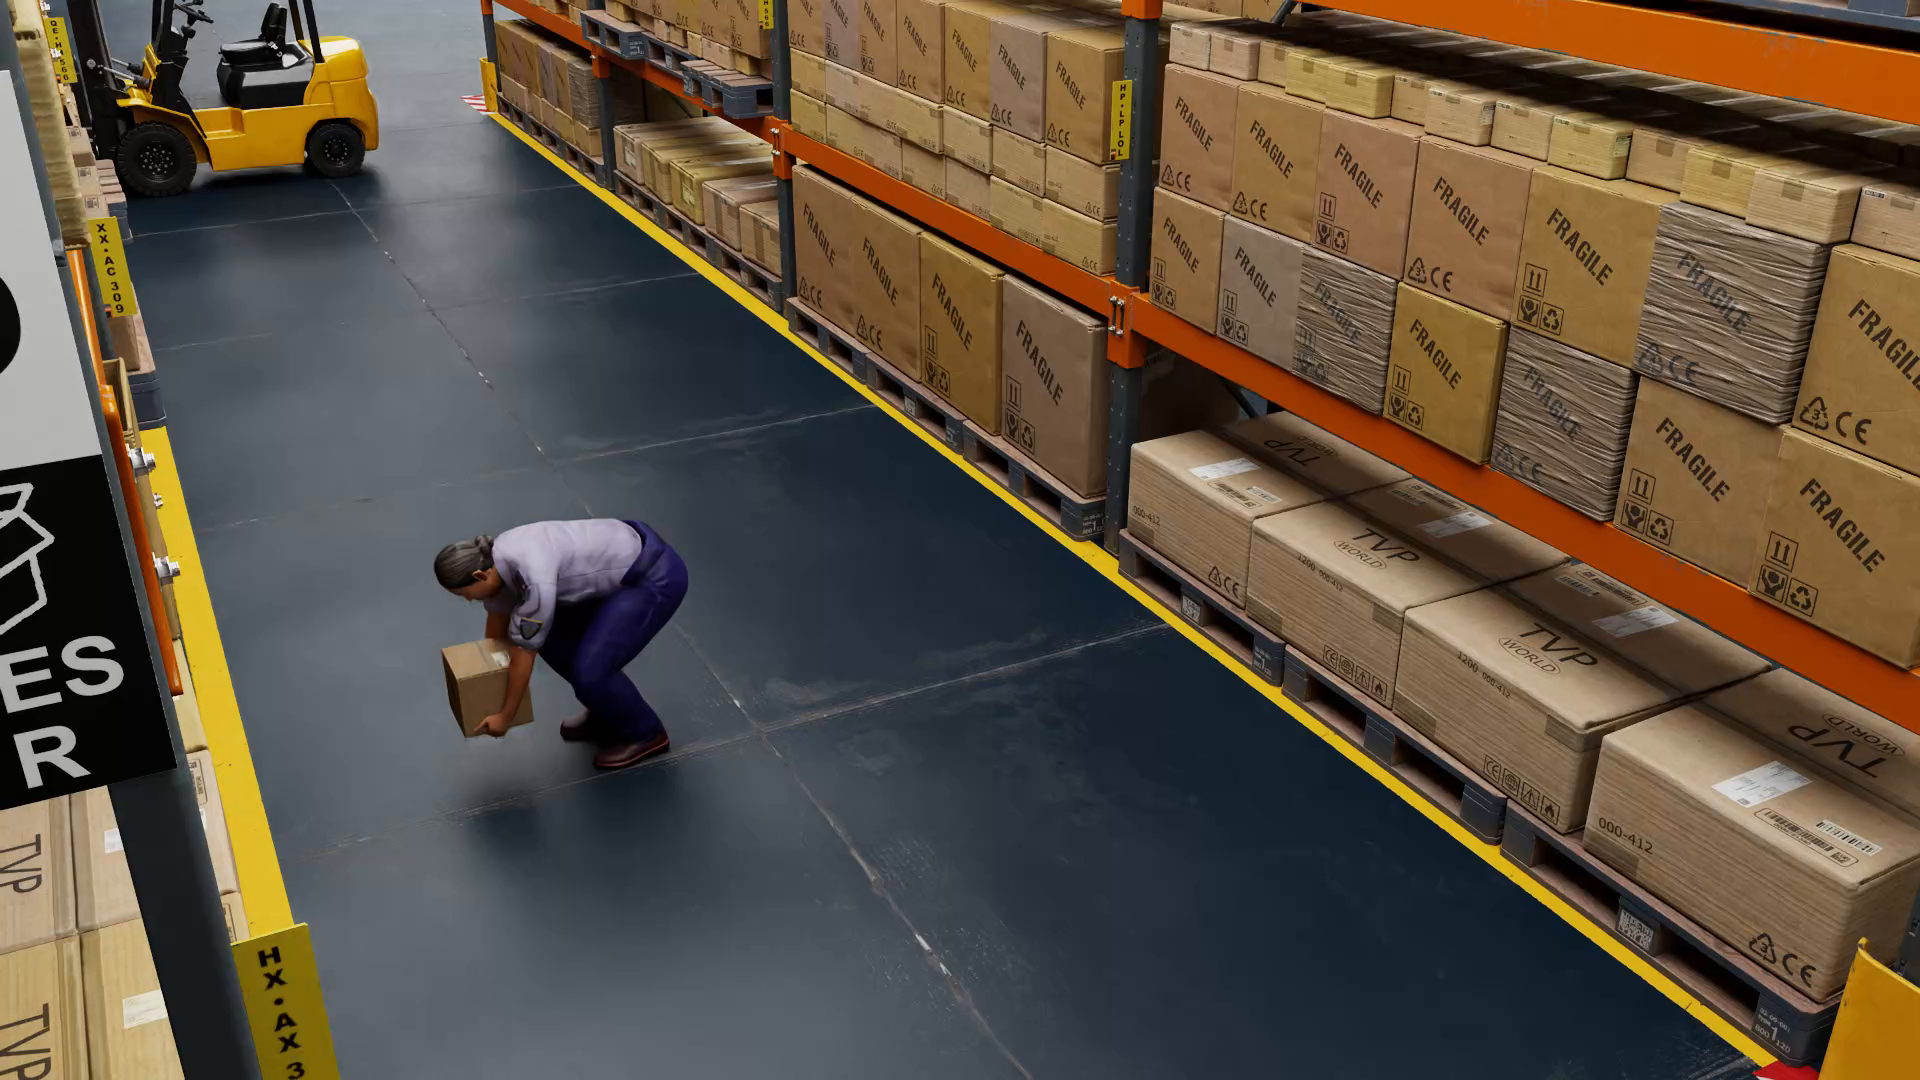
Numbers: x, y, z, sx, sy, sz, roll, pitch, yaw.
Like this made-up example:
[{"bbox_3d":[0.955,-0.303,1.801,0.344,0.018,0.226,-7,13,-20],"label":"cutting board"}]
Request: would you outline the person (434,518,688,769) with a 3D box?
[{"bbox_3d":[-1.440,0.362,6.145,0.892,0.985,0.510,-14,29,-27],"label":"person"}]
